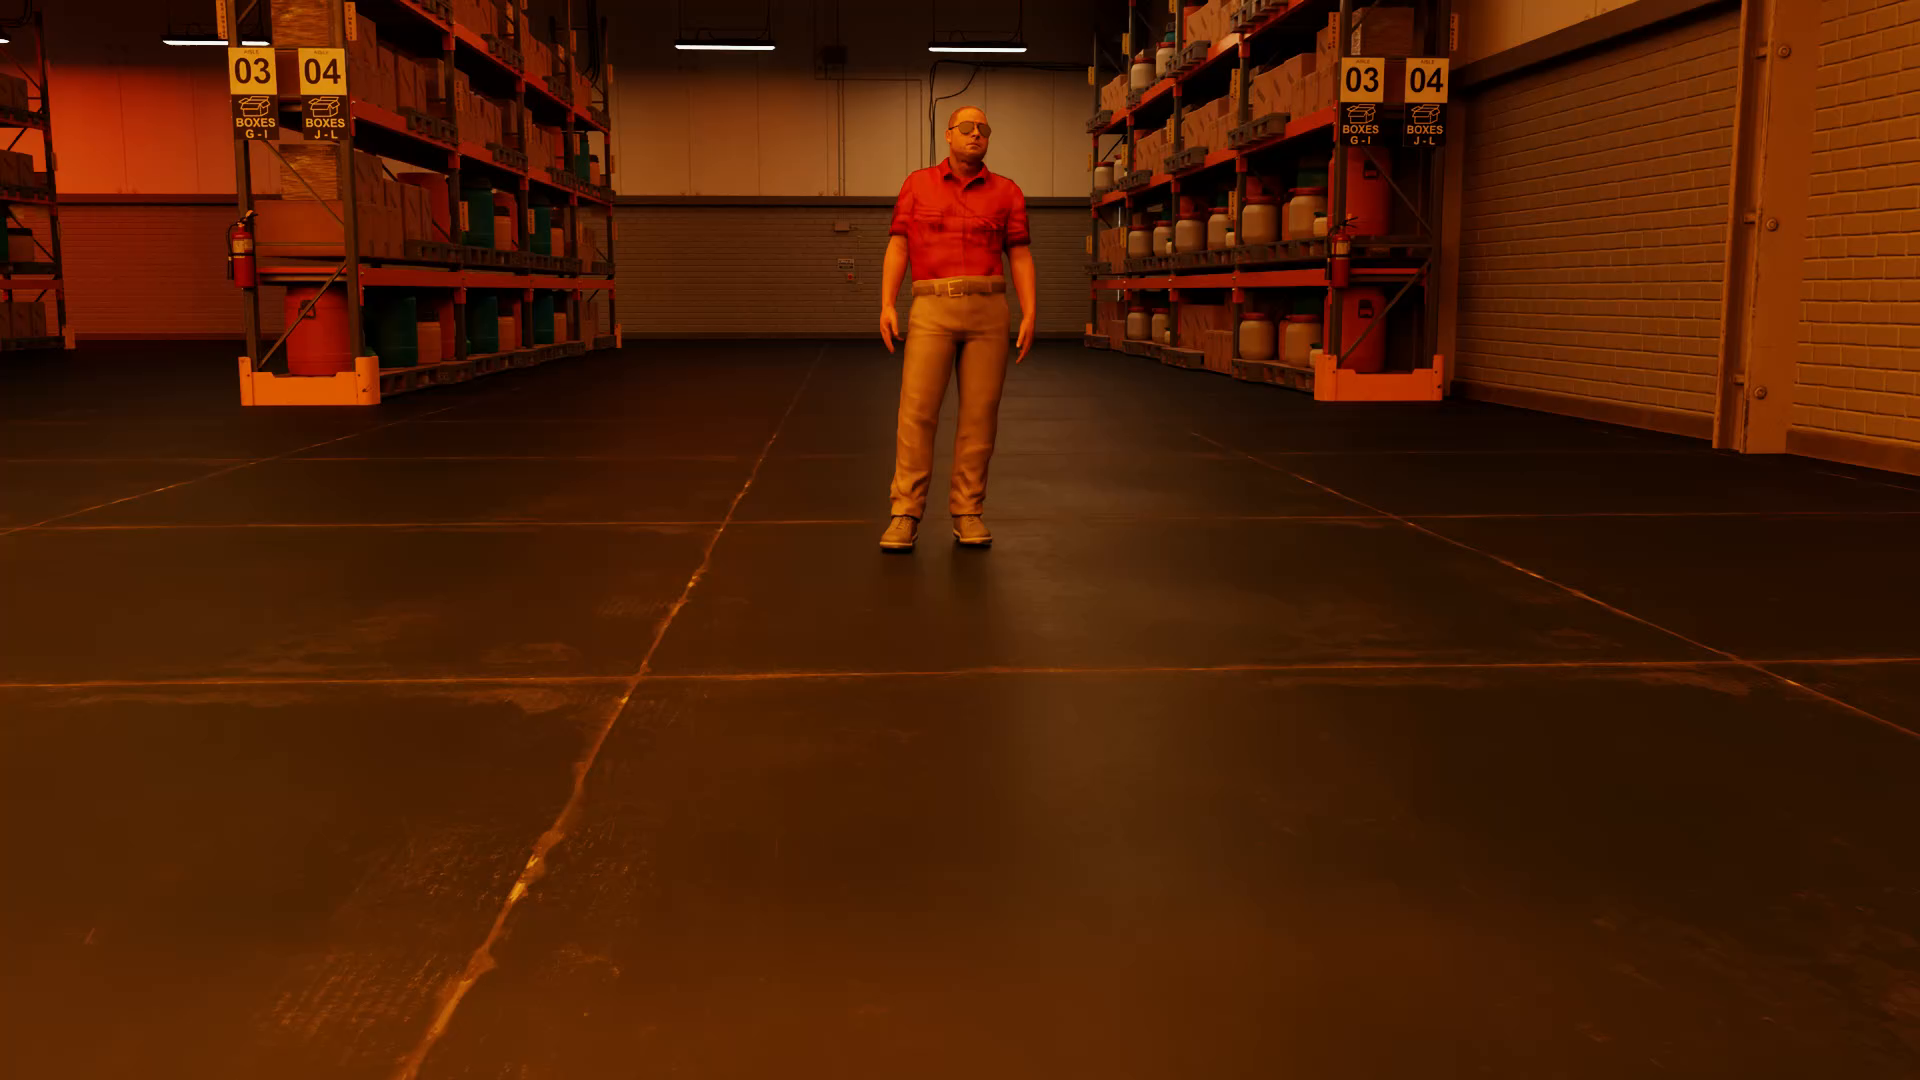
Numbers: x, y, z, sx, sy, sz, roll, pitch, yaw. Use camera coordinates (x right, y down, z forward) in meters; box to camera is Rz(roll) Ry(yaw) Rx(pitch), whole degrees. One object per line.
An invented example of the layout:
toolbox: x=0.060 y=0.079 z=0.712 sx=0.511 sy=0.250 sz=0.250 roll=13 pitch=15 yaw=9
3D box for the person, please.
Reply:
person: x=-0.006 y=-0.849 z=6.592 sx=0.641 sy=1.725 sz=0.550 roll=-1 pitch=8 yaw=-4
